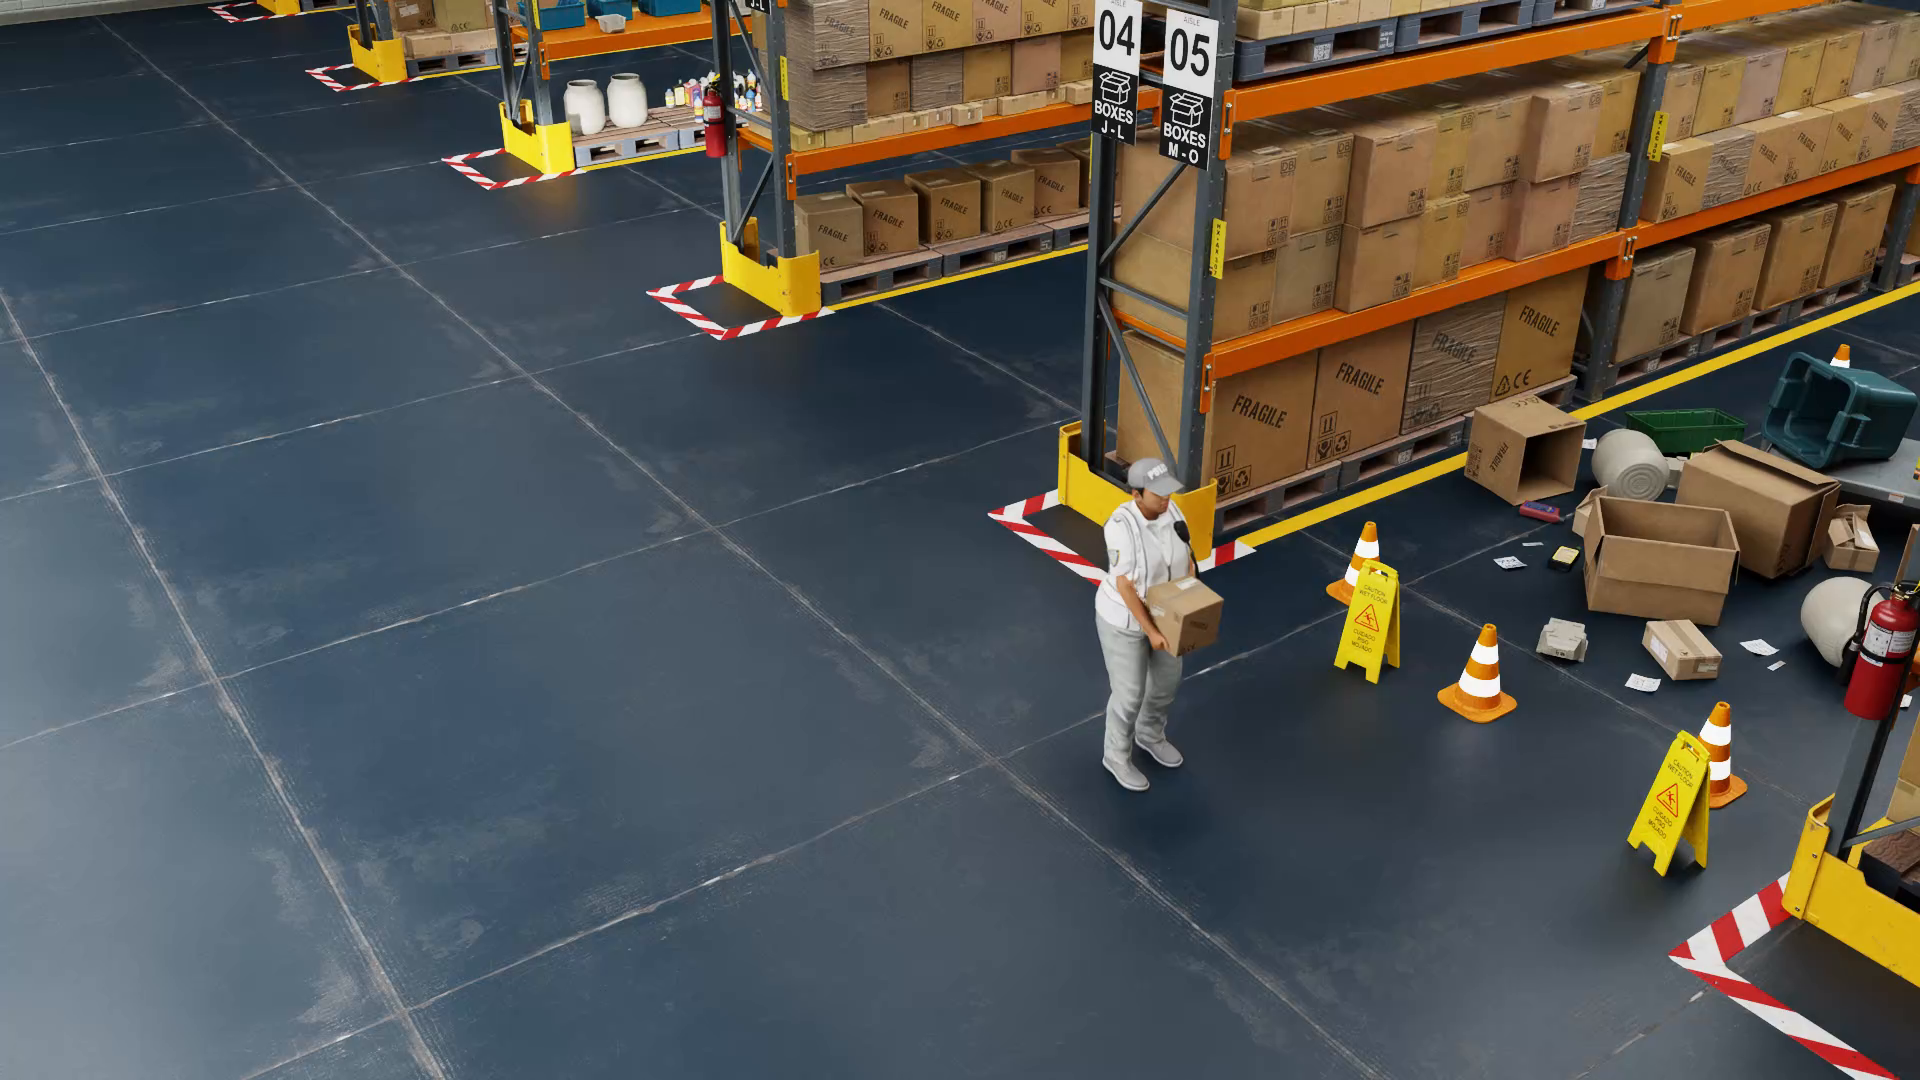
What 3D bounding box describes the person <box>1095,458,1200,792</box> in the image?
[{"bbox_3d":[0.918,0.402,7.900,0.452,1.662,0.539,-19,34,-31],"label":"person"}]
